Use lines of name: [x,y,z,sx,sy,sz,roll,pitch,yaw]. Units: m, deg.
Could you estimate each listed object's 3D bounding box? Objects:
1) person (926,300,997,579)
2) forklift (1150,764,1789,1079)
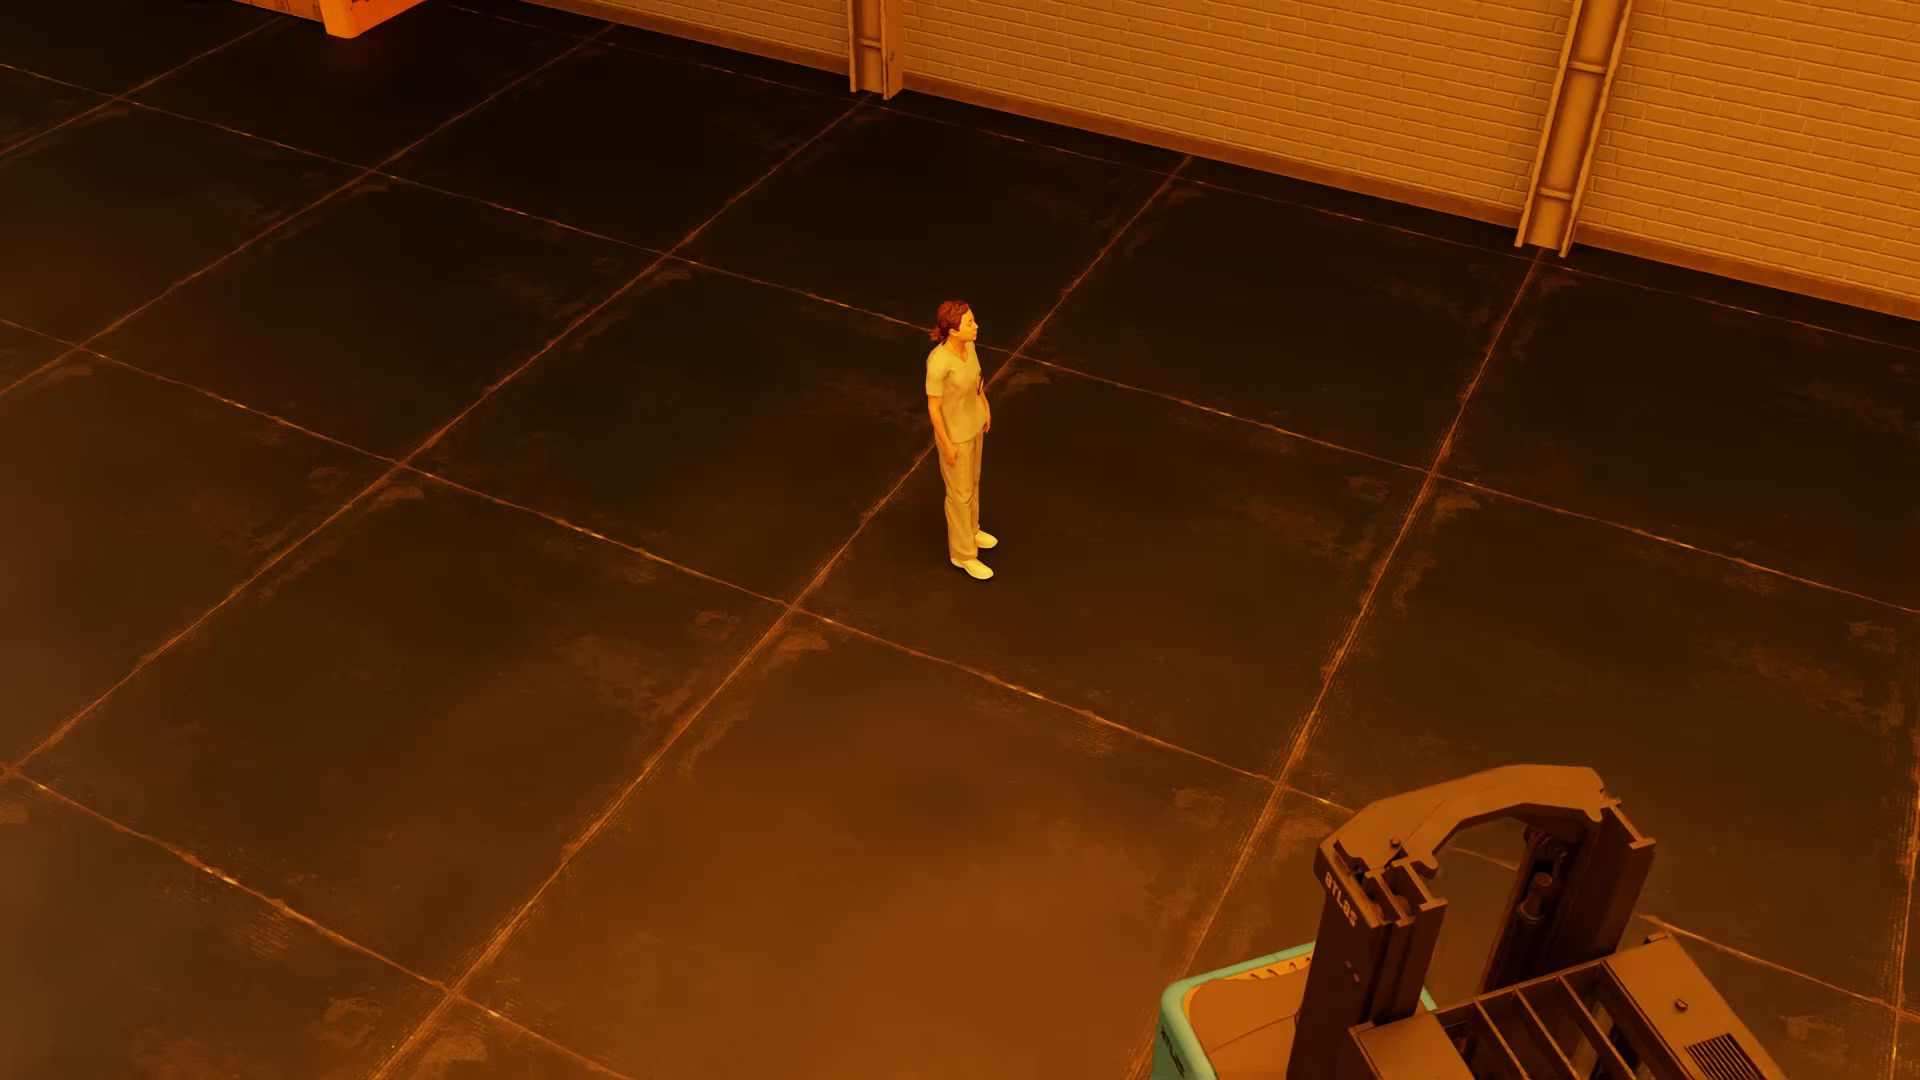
person: [0.067,-0.614,9.679,0.532,1.673,0.549,18,43,21]
forklift: [1.717,2.254,5.310,1.130,2.935,3.031,-12,42,-14]
